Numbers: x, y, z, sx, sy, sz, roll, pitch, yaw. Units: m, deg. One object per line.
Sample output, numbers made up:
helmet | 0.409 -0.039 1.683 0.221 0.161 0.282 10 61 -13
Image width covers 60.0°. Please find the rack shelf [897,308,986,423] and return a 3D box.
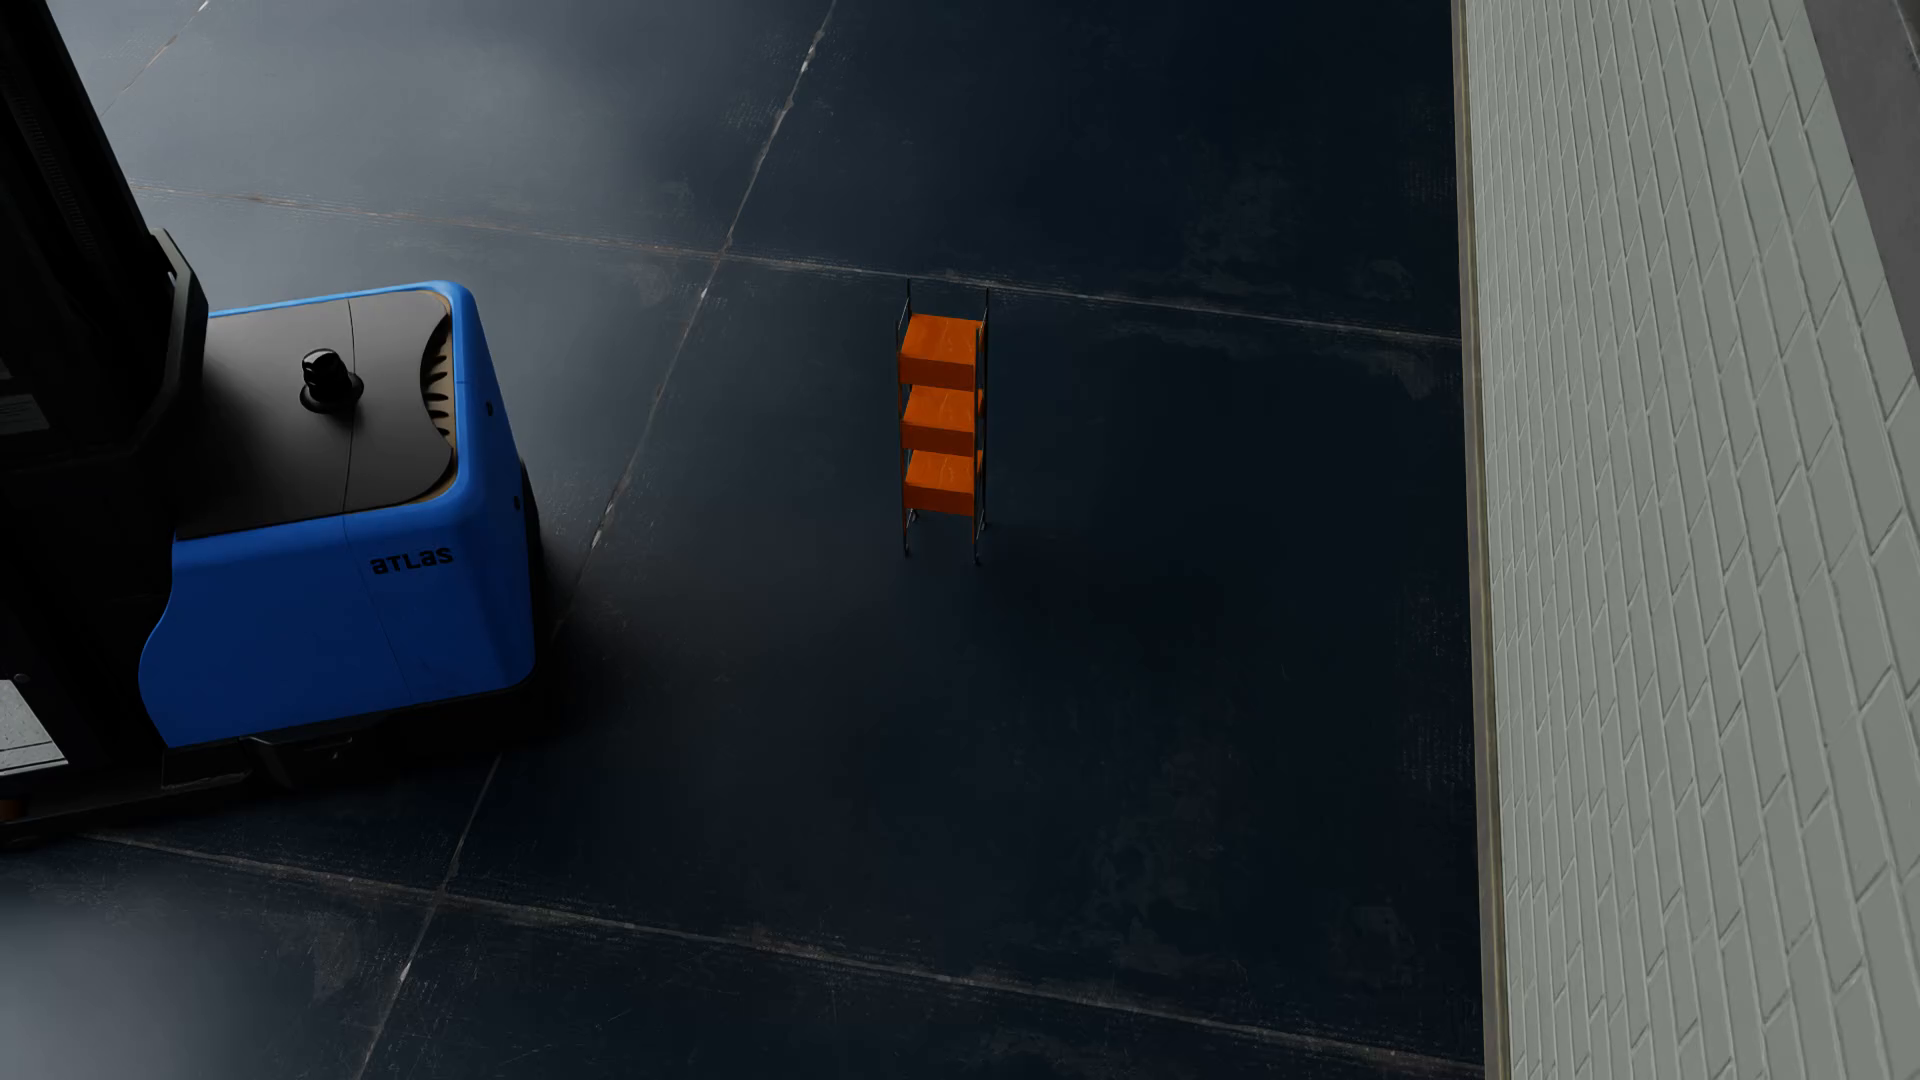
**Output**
rack shelf | -0.053 -0.541 5.163 0.240 0.259 0.215 8 49 7

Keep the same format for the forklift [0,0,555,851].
forklift | -2.836 -0.464 4.197 3.031 2.935 1.130 -10 49 -9

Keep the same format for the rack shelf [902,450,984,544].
rack shelf | -0.053 -0.165 5.580 0.240 0.259 0.215 8 49 7

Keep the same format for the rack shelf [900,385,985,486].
rack shelf | -0.053 -0.351 5.374 0.240 0.259 0.215 8 49 7

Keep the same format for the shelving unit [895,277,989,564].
shelving unit | -0.053 -0.358 5.366 0.252 1.050 0.215 8 49 7

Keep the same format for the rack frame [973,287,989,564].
rack frame | 0.067 -0.342 5.351 0.008 1.050 0.200 8 49 7

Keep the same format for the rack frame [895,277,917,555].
rack frame | -0.173 -0.374 5.380 0.008 1.050 0.200 8 49 7
